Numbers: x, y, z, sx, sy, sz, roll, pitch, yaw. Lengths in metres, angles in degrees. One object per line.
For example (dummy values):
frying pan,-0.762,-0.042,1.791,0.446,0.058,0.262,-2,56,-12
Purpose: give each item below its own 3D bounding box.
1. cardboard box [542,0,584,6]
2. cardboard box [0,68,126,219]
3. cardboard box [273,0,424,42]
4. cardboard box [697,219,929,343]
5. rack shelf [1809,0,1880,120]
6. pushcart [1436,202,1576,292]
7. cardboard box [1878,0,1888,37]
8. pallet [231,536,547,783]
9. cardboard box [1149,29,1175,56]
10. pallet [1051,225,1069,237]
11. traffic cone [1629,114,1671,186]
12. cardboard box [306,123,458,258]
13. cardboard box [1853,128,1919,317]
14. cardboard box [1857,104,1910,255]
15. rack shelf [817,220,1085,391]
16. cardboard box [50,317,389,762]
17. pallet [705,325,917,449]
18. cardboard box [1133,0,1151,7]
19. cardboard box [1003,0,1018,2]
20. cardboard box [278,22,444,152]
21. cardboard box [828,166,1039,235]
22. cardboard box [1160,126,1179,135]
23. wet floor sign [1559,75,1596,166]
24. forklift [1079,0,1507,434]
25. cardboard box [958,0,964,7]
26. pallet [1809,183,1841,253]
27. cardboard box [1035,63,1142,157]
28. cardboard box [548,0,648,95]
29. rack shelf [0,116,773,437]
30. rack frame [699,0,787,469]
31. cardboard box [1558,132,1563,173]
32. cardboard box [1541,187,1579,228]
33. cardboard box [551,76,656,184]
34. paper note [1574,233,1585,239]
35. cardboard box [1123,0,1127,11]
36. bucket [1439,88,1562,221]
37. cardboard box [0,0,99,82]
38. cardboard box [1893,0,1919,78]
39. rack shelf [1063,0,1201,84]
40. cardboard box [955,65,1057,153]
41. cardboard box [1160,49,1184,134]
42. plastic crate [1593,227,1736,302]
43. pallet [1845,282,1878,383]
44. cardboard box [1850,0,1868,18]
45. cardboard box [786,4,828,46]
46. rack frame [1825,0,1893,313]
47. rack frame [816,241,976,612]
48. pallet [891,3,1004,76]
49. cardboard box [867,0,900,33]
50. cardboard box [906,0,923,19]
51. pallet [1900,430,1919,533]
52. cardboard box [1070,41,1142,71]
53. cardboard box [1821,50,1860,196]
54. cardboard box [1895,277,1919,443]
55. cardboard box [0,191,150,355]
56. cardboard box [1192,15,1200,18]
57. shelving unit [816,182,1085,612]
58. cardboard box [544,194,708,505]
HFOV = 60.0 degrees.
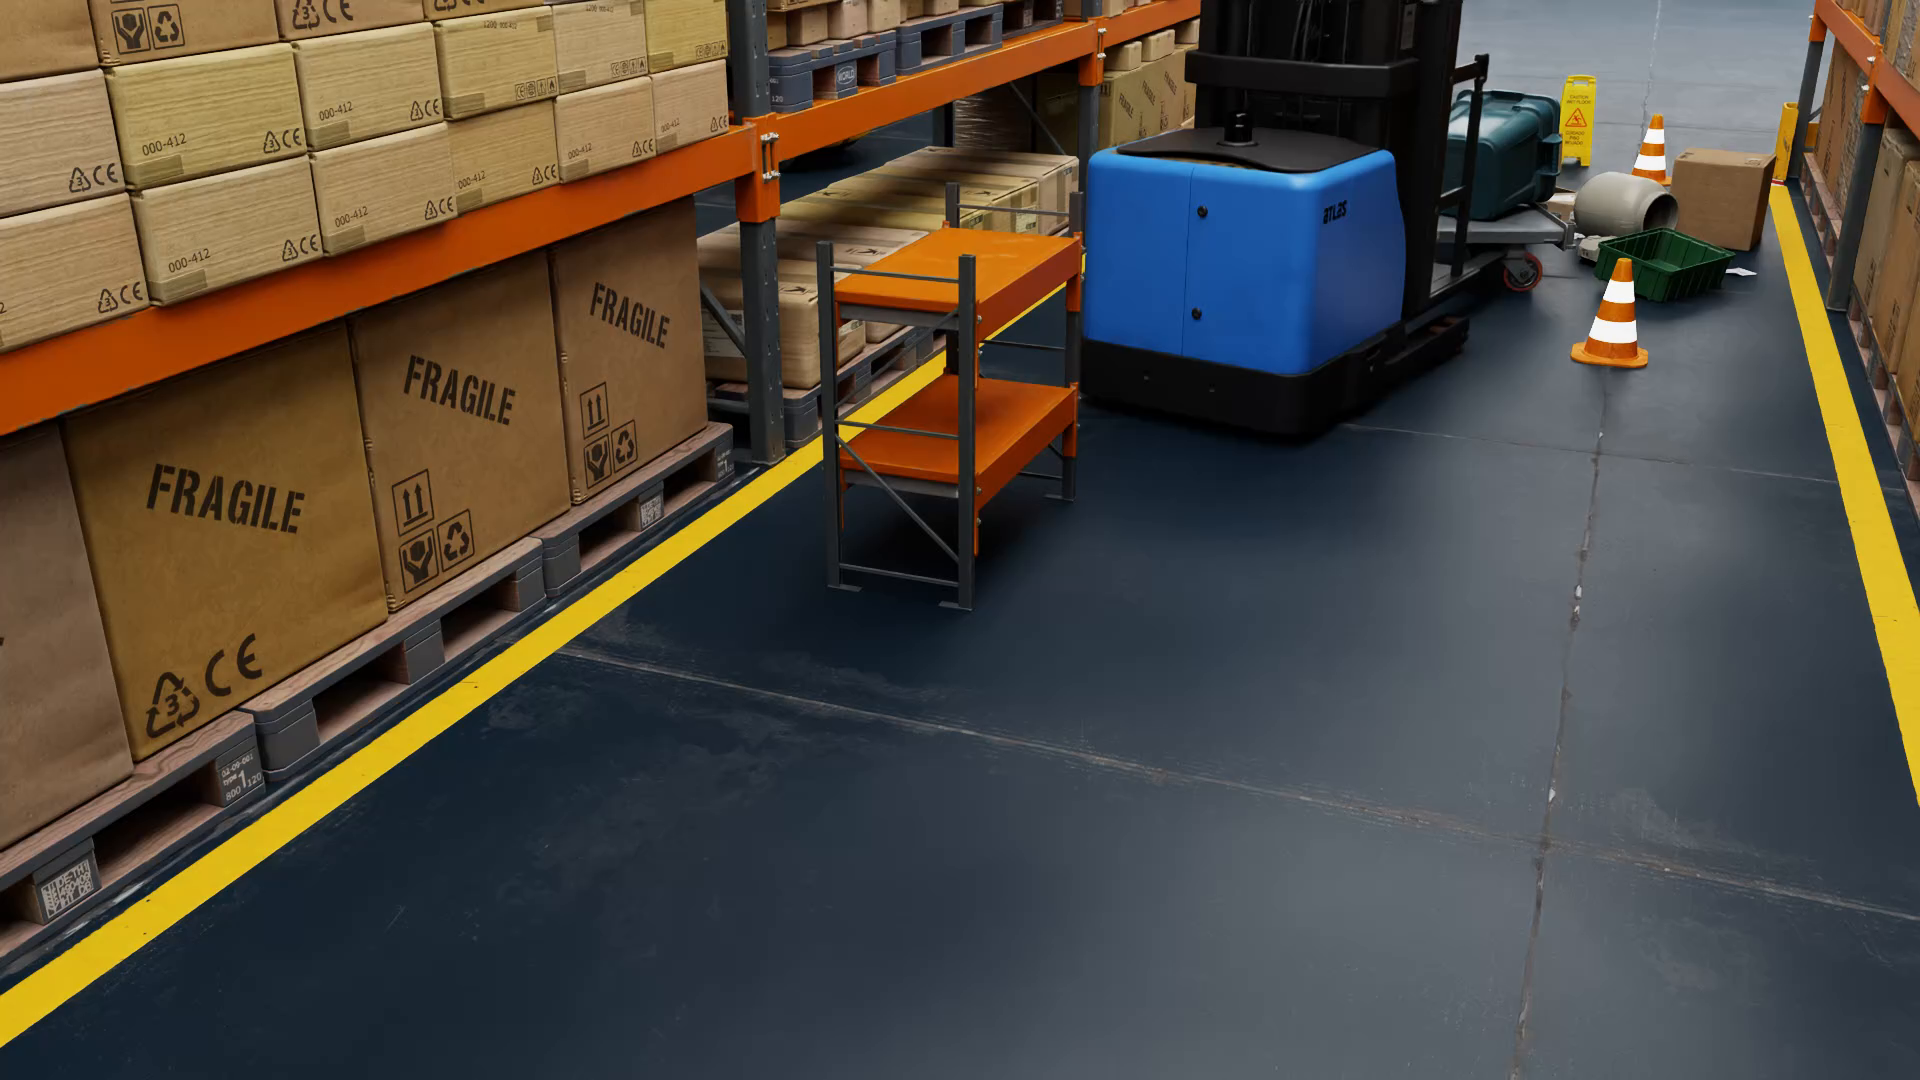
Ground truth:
cardboard box,-1.299,-1.852,4.866,0.500,0.500,0.500,9,24,21
cardboard box,-2.060,-0.790,3.295,0.500,0.250,0.500,9,24,21
cardboard box,-1.685,-1.496,4.012,0.500,0.500,0.500,8,24,19
cardboard box,-0.681,-1.199,7.594,0.950,0.372,0.625,8,24,19
rack shelf,5.695,-2.895,9.722,1.077,0.370,4.000,9,24,20
pushcart,2.454,-1.665,9.247,1.648,0.377,0.936,1,23,2
cardboard box,5.078,-2.714,8.161,0.875,0.550,0.550,9,24,20
pallet,-1.985,0.241,4.899,1.003,0.211,1.213,9,24,20
cardboard box,1.177,-3.244,10.831,0.380,0.149,0.250,10,25,23
pallet,0.031,-1.618,9.350,1.003,0.211,1.213,9,24,20
traffic cone,4.922,-2.785,11.817,0.336,0.463,0.334,9,24,20
cardboard box,-1.654,-0.915,4.244,0.500,0.250,0.500,8,24,19
cardboard box,4.805,-1.432,7.660,1.050,0.750,0.750,9,24,20
cardboard box,5.251,-1.939,8.713,0.875,0.875,0.875,9,24,21
rack shelf,-0.003,-0.787,5.415,0.538,0.278,1.000,9,24,20
cardboard box,-2.169,-0.092,4.290,0.875,0.875,0.875,10,24,22
pallet,-0.876,-0.745,7.259,1.003,0.211,1.213,9,24,20
cardboard box,0.974,-3.415,10.360,0.380,0.149,0.250,10,25,22
cardboard box,0.116,-2.757,8.239,0.380,0.149,0.250,9,24,20
cardboard box,-1.662,-1.148,4.153,0.500,0.250,0.500,8,24,18
cardboard box,-0.138,-1.719,8.838,0.950,0.372,0.625,10,25,23
cardboard box,1.171,-2.664,11.259,0.500,0.250,0.500,8,24,19
wet floor sign,4.610,-3.150,12.454,0.267,0.644,0.232,5,23,11
forklift,1.763,-2.280,7.405,1.130,2.935,3.031,15,27,32
cardboard box,-0.202,-2.595,7.852,0.380,0.149,0.250,8,24,18
pallet,5.759,-1.923,10.081,1.003,0.211,1.213,9,24,20
cardboard box,0.788,-2.627,10.197,0.500,0.500,0.500,10,25,23
cardboard box,-1.298,-1.520,5.043,0.500,0.250,0.500,8,24,19
rack shelf,-1.910,-0.705,4.478,1.077,0.370,4.000,9,24,20
rack frame,-1.167,-1.752,6.053,1.000,3.000,0.127,9,24,20
cardboard box,3.502,-2.472,11.015,0.797,0.503,0.637,-7,24,-17
cardboard box,3.880,-2.128,10.501,0.396,0.266,0.258,13,26,29
cardboard box,-1.289,-1.280,5.117,0.500,0.250,0.500,9,24,21
paper note,3.757,-1.885,10.234,0.172,0.023,0.155,19,29,38
cardboard box,0.779,-3.232,9.922,0.380,0.149,0.250,10,24,22
bucket,2.862,-2.081,9.115,0.726,0.611,0.620,19,39,38
cardboard box,-2.059,-1.131,3.138,0.500,0.500,0.500,9,24,20
cardboard box,4.320,-2.227,7.060,0.500,0.500,0.500,9,24,20
rack shelf,1.061,-3.567,11.332,1.077,0.370,4.000,9,24,20
cardboard box,0.289,-2.705,10.383,0.500,0.500,0.500,8,24,19
cardboard box,1.170,-3.006,11.104,0.500,0.500,0.500,10,25,23
plastic crate,3.800,-1.490,8.999,0.662,0.188,0.450,-17,38,-35
pallet,4.735,-0.937,7.720,1.003,0.211,1.213,9,24,20
cardboard box,5.675,-3.294,9.551,0.875,0.550,0.500,9,24,20
cardboard box,-0.738,-2.016,6.466,0.380,0.149,0.250,7,24,17
rack frame,4.952,-2.511,7.870,1.000,3.000,0.127,9,24,20
rack frame,-0.191,-0.335,5.092,0.500,1.125,0.032,9,24,20
pallet,-0.470,-2.378,7.800,1.003,0.211,1.213,9,24,20
cardboard box,-0.472,-2.203,6.913,0.380,0.149,0.250,9,24,20
cardboard box,-0.386,-2.407,7.402,0.380,0.149,0.250,10,25,22
pallet,3.829,-0.064,5.630,1.003,0.211,1.213,9,24,20
cardboard box,0.891,-2.963,10.159,0.380,0.149,0.250,9,24,21
cardboard box,5.922,-2.589,10.267,0.875,0.875,0.875,8,24,19
cardboard box,4.097,-0.754,6.037,1.050,0.750,0.750,9,24,21
cardboard box,-2.054,-0.557,3.385,0.500,0.250,0.500,8,24,19
cardboard box,1.579,-3.631,11.759,0.380,0.149,0.250,9,24,21
shelving unit,-0.002,-0.517,5.527,0.538,1.125,1.048,9,24,20
cardboard box,-1.501,-0.730,5.818,0.875,0.875,0.875,9,24,20
